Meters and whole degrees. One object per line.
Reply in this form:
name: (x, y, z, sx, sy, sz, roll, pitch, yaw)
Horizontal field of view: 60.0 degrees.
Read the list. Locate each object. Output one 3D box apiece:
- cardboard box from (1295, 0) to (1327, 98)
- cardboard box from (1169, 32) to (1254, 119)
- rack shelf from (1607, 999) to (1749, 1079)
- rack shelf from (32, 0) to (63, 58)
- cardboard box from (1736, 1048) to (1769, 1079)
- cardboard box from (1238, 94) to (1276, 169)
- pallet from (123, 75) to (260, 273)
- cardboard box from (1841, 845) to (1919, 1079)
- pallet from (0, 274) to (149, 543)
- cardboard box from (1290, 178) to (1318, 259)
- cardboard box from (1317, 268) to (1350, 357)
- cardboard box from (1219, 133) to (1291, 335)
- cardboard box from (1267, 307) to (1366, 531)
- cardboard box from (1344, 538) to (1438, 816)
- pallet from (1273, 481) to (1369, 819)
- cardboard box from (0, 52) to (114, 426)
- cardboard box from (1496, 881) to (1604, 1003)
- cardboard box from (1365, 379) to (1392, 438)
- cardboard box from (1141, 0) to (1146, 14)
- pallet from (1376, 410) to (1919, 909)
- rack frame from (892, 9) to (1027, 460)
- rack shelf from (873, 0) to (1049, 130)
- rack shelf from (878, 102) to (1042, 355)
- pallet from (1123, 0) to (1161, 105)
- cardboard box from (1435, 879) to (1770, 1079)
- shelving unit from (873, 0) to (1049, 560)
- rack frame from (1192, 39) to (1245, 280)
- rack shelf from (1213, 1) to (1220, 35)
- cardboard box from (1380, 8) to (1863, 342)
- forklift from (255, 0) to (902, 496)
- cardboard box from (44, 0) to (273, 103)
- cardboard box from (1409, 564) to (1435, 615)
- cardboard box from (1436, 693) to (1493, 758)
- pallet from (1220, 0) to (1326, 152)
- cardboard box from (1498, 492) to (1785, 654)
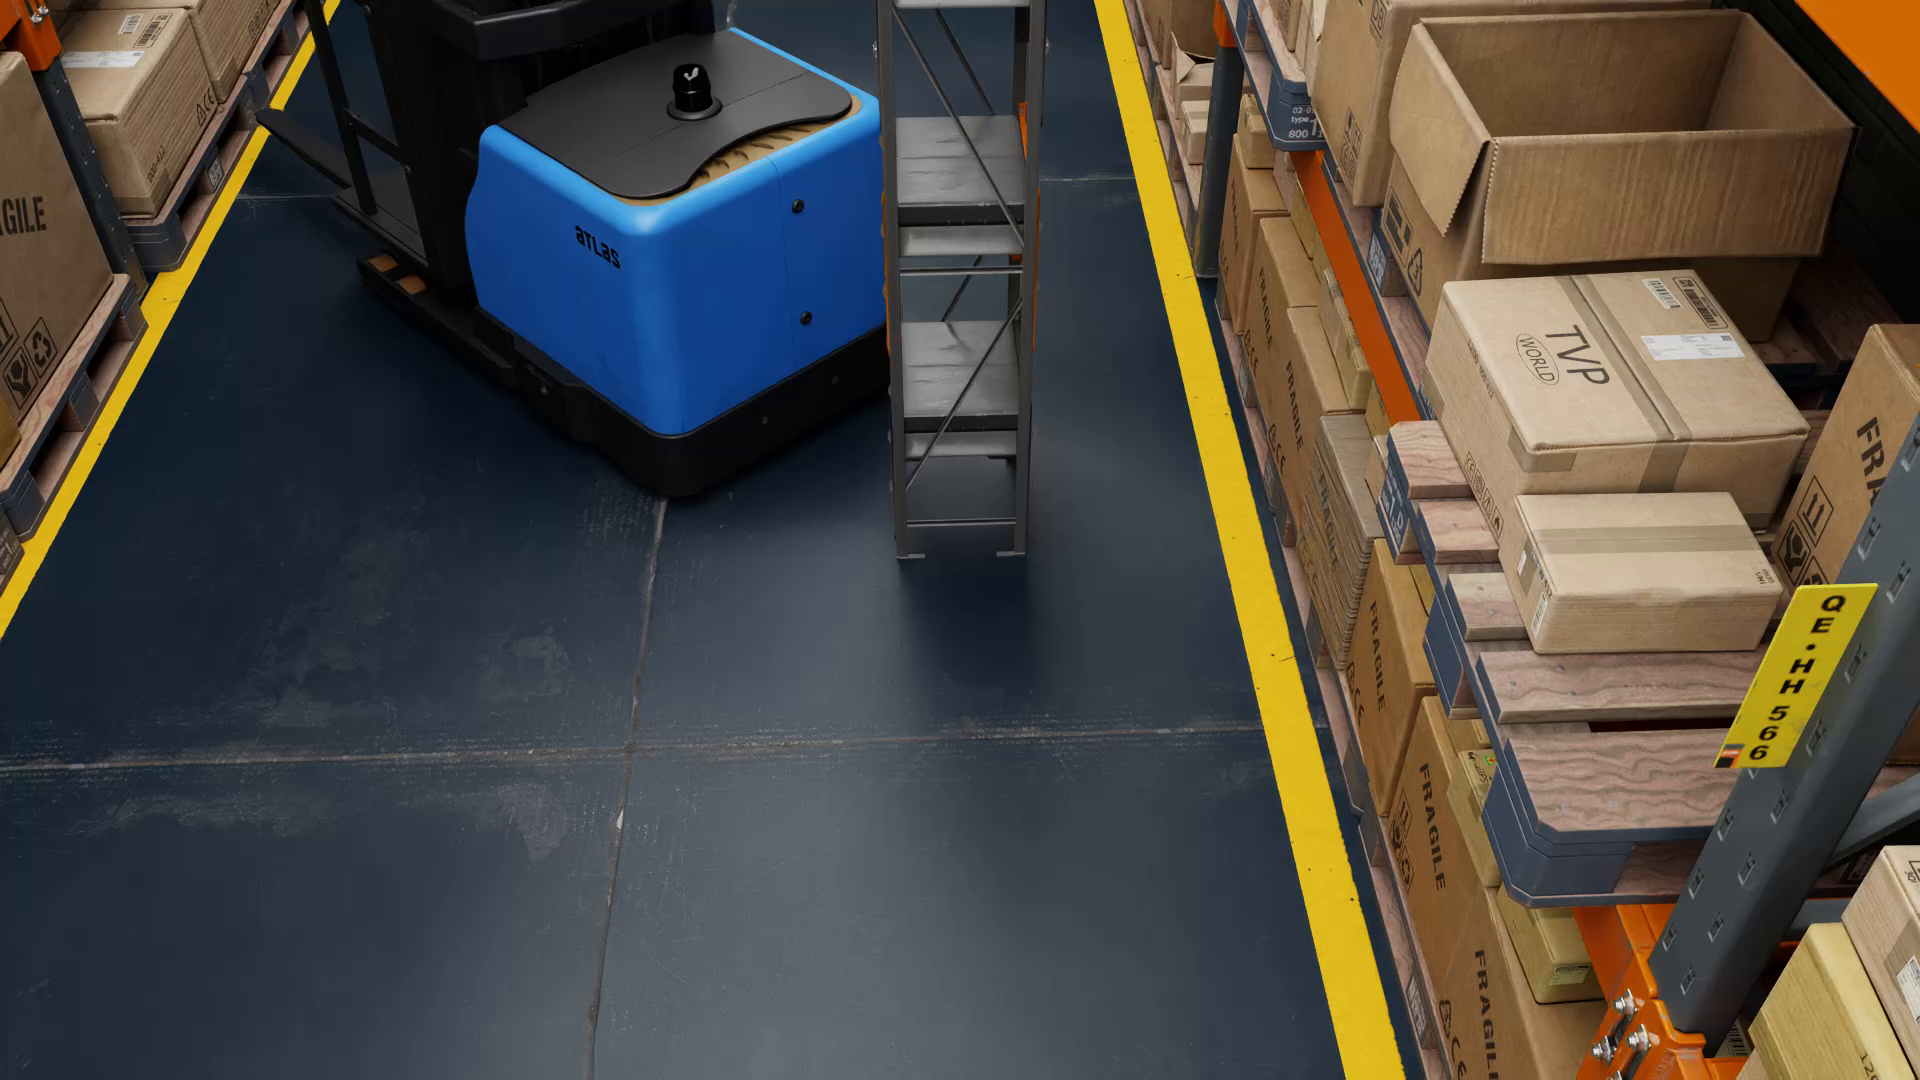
cardboard box: (1.072, -1.308, 4.246, 0.396, 0.266, 0.258, 0, 43, 0)
cardboard box: (1.064, -1.907, 6.823, 0.396, 0.266, 0.258, 0, 43, 0)
rack shelf: (1.651, 2.164, 1.201, 1.077, 0.370, 4.000, -2, 43, -2)
rack shelf: (-3.648, -3.092, 6.935, 1.077, 0.370, 4.000, -2, 43, -2)
cardboard box: (1.341, 0.911, 2.148, 0.500, 0.250, 0.500, -1, 43, -2)
cardboard box: (1.146, -1.374, 5.588, 0.380, 0.149, 0.250, 0, 43, 0)
pallet: (-3.517, -1.494, 6.724, 1.003, 0.211, 1.213, -2, 43, -2)
cardboard box: (1.285, 0.496, 1.934, 0.380, 0.149, 0.250, 0, 43, -1)
pallet: (-3.455, -0.460, 5.596, 1.003, 0.211, 1.213, -2, 43, -2)
cardboard box: (1.257, -1.017, 5.198, 0.380, 0.149, 0.250, -4, 43, -4)
cardboard box: (1.256, -0.662, 4.811, 0.380, 0.149, 0.250, -2, 43, -2)
cardboard box: (1.192, -1.052, 5.717, 0.500, 0.500, 0.500, 0, 43, 0)
cardboard box: (1.241, -0.356, 4.957, 0.500, 0.500, 0.500, -3, 43, -3)
cardboard box: (1.298, 0.345, 4.193, 0.500, 0.500, 0.500, 0, 43, 0)
pallet: (1.523, 0.250, 4.821, 1.003, 0.211, 1.213, -2, 43, -2)
cardboard box: (-3.457, -0.962, 5.341, 0.875, 0.875, 0.875, 0, 43, 0)
cardboard box: (1.292, 0.750, 3.271, 0.380, 0.149, 0.250, -4, 43, -4)
cardboard box: (1.304, -0.313, 4.431, 0.380, 0.149, 0.250, -1, 43, -2)
cardboard box: (1.078, -2.732, 7.549, 0.500, 0.500, 0.500, -1, 43, -1)
pallet: (1.467, 0.164, 2.993, 1.213, 0.211, 1.003, -2, 43, -2)
rack frame: (-0.017, -1.051, 4.842, 0.400, 2.100, 0.015, -2, 43, -2)
rack shelf: (-0.007, -1.392, 4.199, 0.431, 0.518, 0.480, -2, 43, -2)
rack shelf: (-0.007, -0.876, 4.672, 0.431, 0.518, 0.480, -2, 43, -2)
pallet: (1.313, -2.413, 7.726, 1.003, 0.211, 1.213, -2, 43, -2)
cardboard box: (1.333, 1.036, 3.439, 0.500, 0.500, 0.500, -1, 43, -1)
shelving unit: (-0.007, -0.886, 4.662, 0.431, 2.100, 0.503, -2, 43, -2)
rack frame: (1.396, -2.152, 5.377, 1.000, 3.000, 0.127, -2, 43, -2)
rack shelf: (1.311, -3.237, 7.093, 1.077, 0.370, 4.000, -2, 43, -2)
cardboard box: (1.312, -0.741, 3.451, 0.797, 0.503, 0.637, -3, 43, -3)
forklift: (-1.595, -2.109, 5.382, 3.031, 2.935, 1.130, 34, 52, 31)
cardboard box: (-3.521, -2.248, 7.068, 0.875, 0.438, 0.875, -3, 43, -3)
cardboard box: (1.305, 0.040, 4.046, 0.380, 0.149, 0.250, -2, 43, -2)
cardboard box: (1.282, 0.388, 3.666, 0.380, 0.149, 0.250, -3, 43, -3)
pallet: (1.321, -1.538, 4.850, 1.003, 0.211, 1.213, -2, 43, -2)
cardboard box: (1.155, 0.054, 2.846, 0.380, 0.149, 0.250, -1, 43, -1)
